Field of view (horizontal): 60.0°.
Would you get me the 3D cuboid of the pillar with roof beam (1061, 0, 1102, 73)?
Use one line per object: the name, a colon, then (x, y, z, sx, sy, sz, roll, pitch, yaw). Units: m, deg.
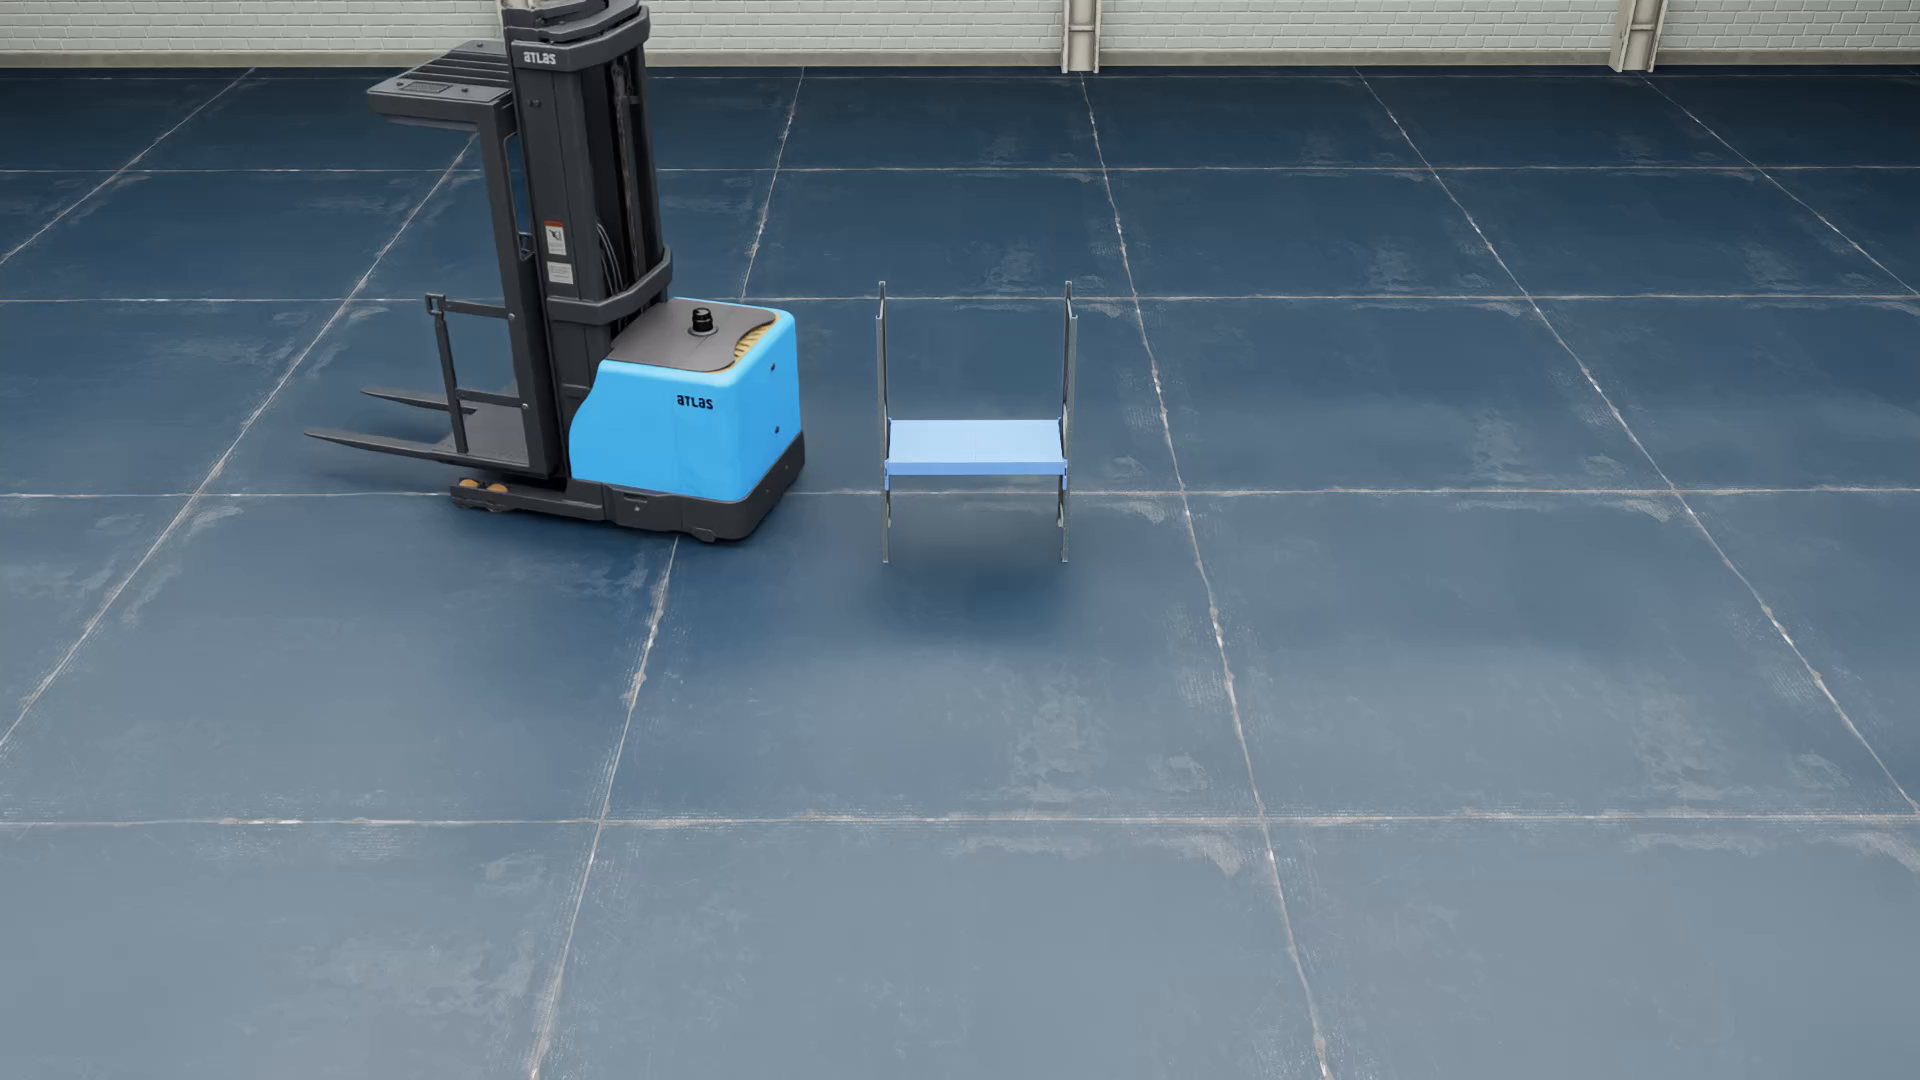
pillar with roof beam: (1.326, -6.737, 12.069, 0.400, 9.000, 9.100, 0, 31, 0)

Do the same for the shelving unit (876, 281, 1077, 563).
shelving unit: (0.085, -0.641, 9.251, 1.048, 1.500, 0.538, 0, 31, 0)

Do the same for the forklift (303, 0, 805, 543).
forklift: (-2.532, -1.668, 9.563, 3.031, 2.935, 1.130, 9, 32, 14)

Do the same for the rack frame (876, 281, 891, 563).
rack frame: (-0.423, -0.640, 9.248, 0.032, 1.500, 0.500, 0, 31, 0)

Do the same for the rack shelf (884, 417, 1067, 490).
rack shelf: (0.085, -0.488, 9.344, 1.000, 0.185, 0.538, 0, 31, 0)

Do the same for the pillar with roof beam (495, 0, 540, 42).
pillar with roof beam: (-4.674, -6.719, 12.038, 0.400, 9.000, 9.100, 0, 31, 0)

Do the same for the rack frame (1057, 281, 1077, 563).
rack frame: (0.594, -0.643, 9.253, 0.032, 1.500, 0.500, 0, 31, 0)

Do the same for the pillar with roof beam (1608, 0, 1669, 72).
pillar with roof beam: (7.326, -6.756, 12.099, 0.400, 9.000, 9.100, 0, 31, 0)
